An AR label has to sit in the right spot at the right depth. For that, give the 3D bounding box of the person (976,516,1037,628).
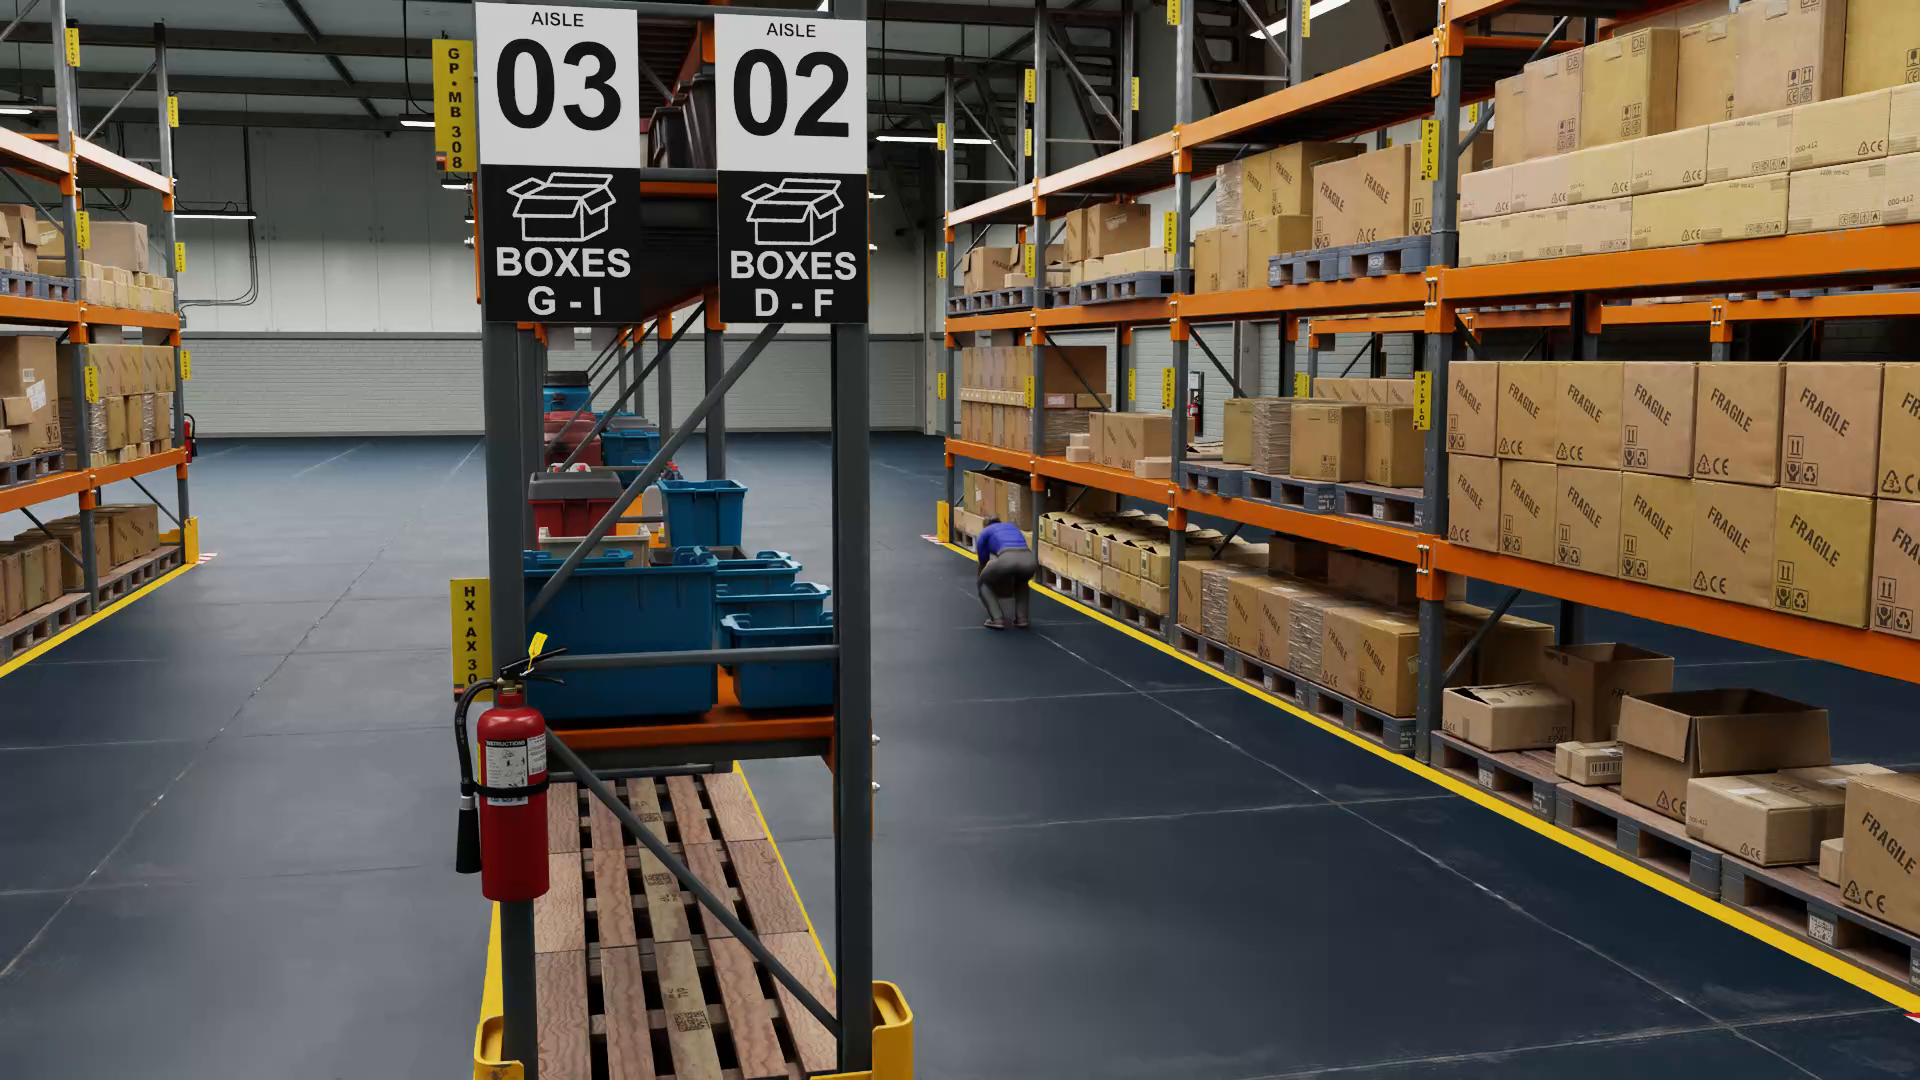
[{"bbox_3d":[0.382,0.278,14.503,0.463,0.940,0.854,-2,6,-15],"label":"person"}]
